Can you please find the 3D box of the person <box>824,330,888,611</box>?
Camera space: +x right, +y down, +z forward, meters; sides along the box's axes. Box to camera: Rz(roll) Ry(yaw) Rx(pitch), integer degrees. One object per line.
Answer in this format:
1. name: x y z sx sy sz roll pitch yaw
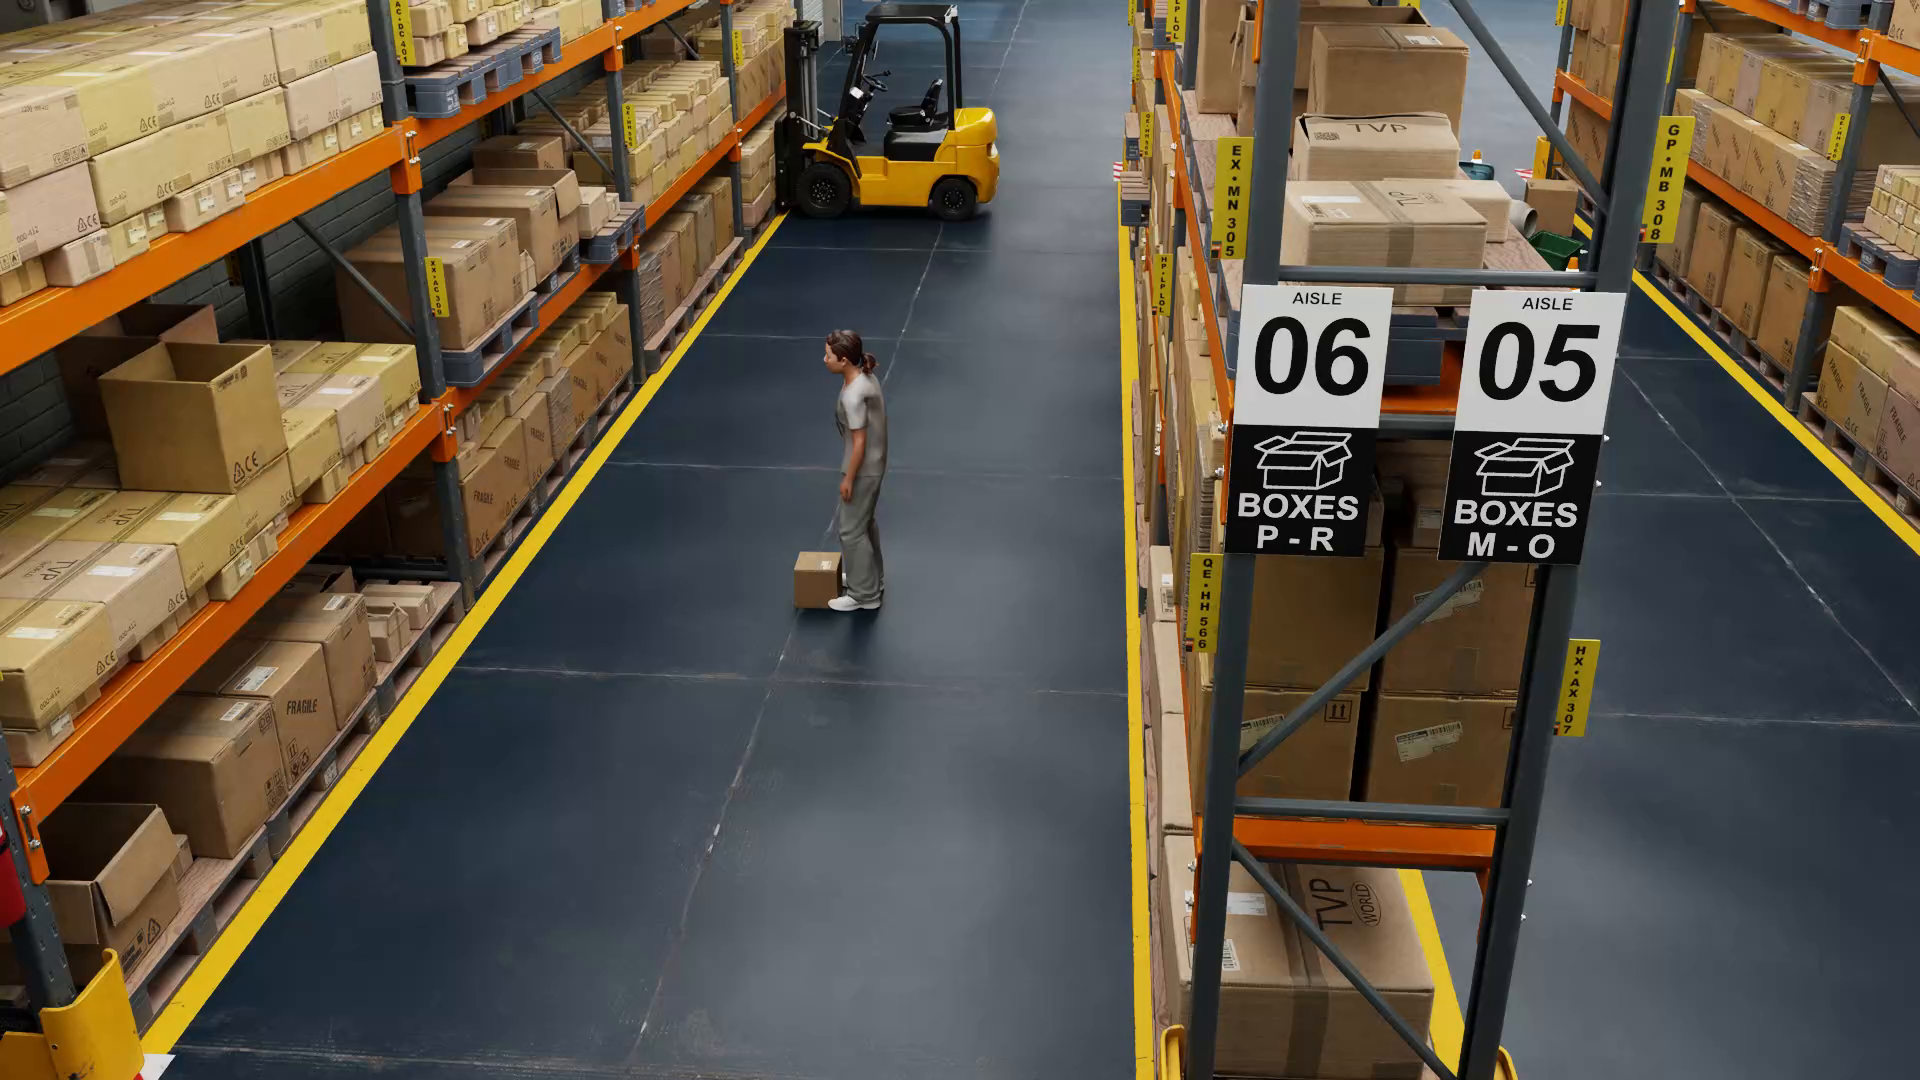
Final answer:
1. person: -0.589 -0.403 9.490 0.358 1.669 0.510 1 25 2
